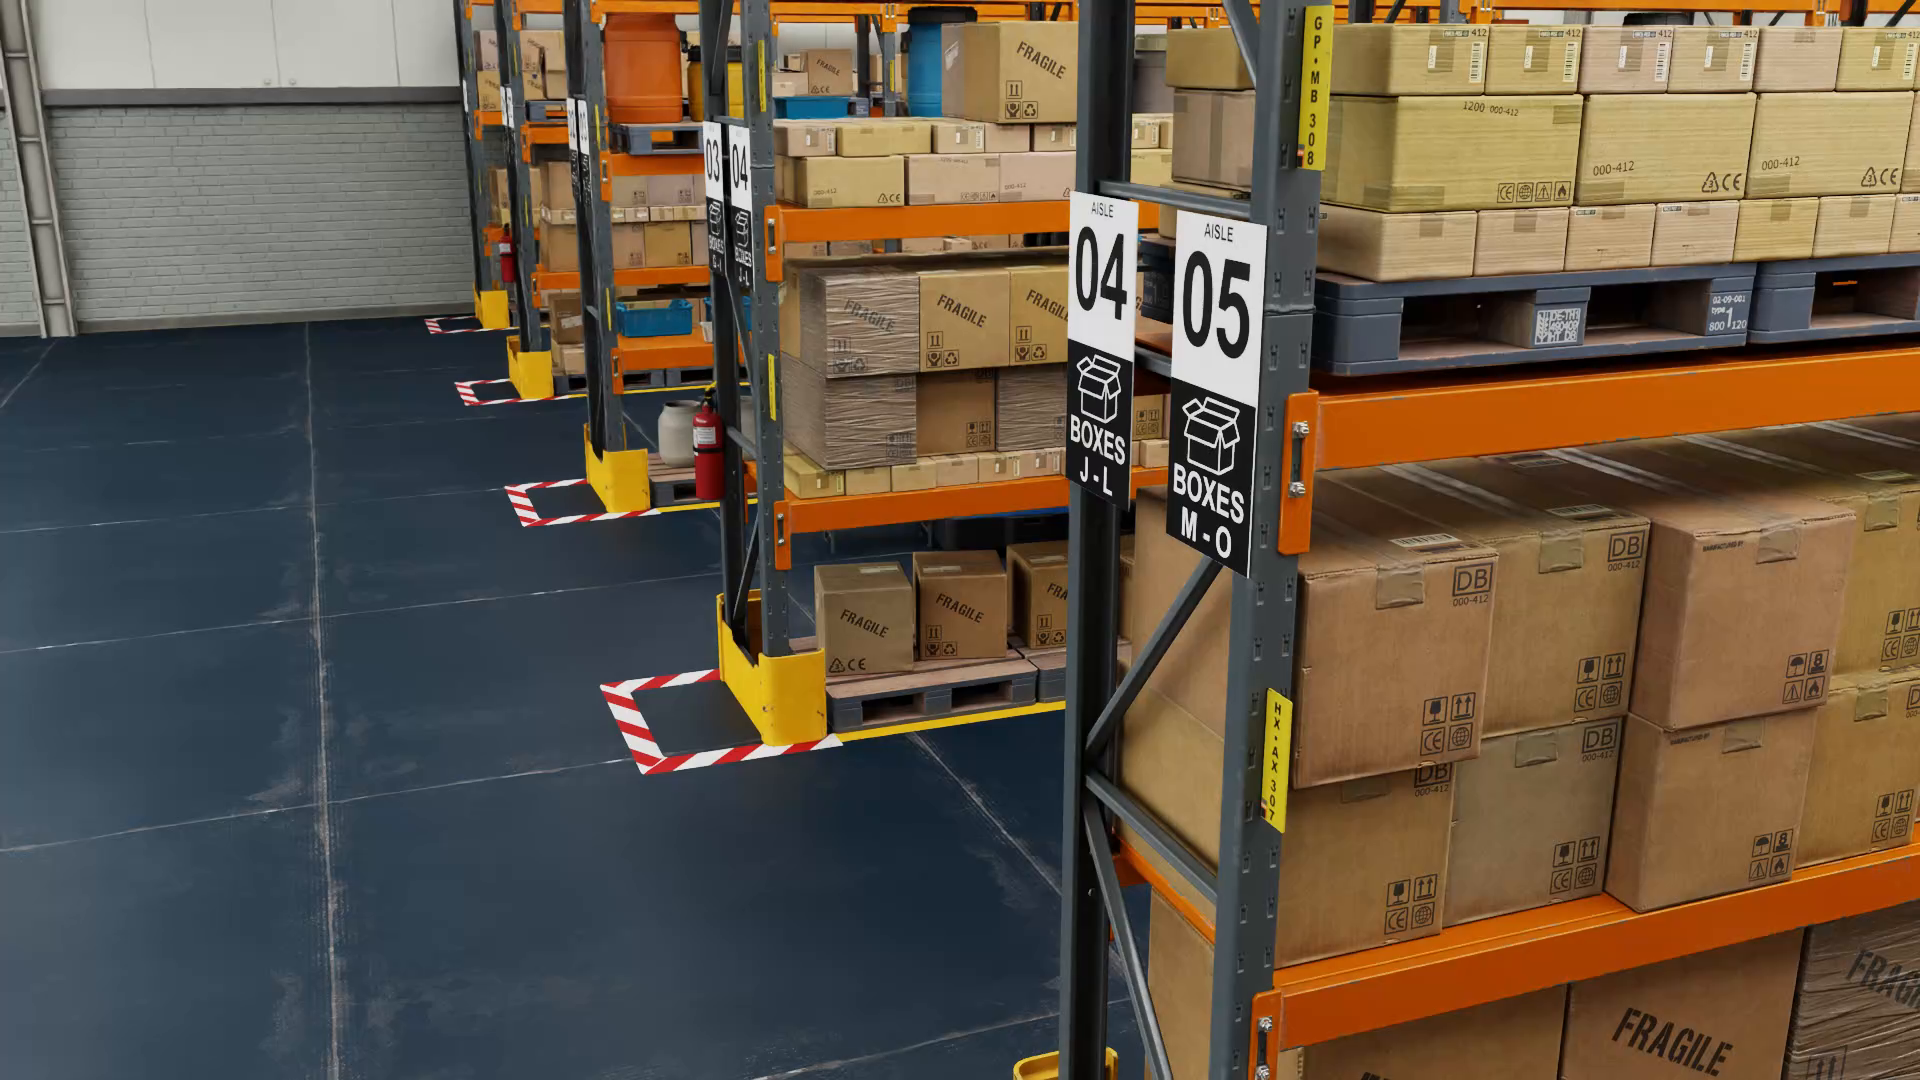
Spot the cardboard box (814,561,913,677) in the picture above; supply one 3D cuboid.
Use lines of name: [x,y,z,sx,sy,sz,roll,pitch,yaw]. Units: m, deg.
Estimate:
cardboard box: [-0.551,0.442,9.459,0.500,0.500,0.500,-3,17,-10]

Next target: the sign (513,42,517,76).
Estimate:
sign: [-4.488,-4.854,16.787,0.005,0.325,0.100,-6,17,-20]

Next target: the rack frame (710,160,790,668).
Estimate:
rack frame: [-1.140,-0.497,8.967,0.127,3.000,1.000,-6,17,-20]

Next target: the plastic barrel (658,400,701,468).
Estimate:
plastic barrel: [-2.325,-0.894,13.990,0.421,0.512,0.421,0,16,0]

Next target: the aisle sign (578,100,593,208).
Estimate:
aisle sign: [-2.875,-2.963,12.751,0.004,0.787,0.394,-6,17,-20]

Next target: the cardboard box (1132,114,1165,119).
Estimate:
cardboard box: [0.977,-2.366,9.565,0.250,0.149,0.380,-7,18,-21]

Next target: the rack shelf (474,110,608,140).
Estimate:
rack shelf: [-4.590,-5.702,22.646,4.000,0.370,1.077,-6,17,-20]

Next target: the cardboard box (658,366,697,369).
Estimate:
cardboard box: [-3.168,-2.083,18.503,0.500,0.250,0.500,-6,17,-20]

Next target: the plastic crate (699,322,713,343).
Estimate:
plastic crate: [-1.962,-1.679,13.460,0.250,0.136,0.298,-6,17,-20]

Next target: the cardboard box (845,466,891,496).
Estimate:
cardboard box: [-0.548,-0.362,8.955,0.250,0.149,0.380,-6,17,-20]

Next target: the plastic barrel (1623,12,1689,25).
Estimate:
plastic barrel: [6.754,-4.679,16.249,0.708,0.901,0.600,-6,17,-20]

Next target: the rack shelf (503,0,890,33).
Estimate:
rack shelf: [-2.814,-5.647,17.842,4.000,0.370,1.077,-6,17,-20]

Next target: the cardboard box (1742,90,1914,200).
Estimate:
cardboard box: [2.027,-1.025,4.256,0.500,0.250,0.500,-6,18,-21]

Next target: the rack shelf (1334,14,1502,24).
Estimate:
rack shelf: [6.616,-8.159,26.399,4.000,0.370,1.077,-6,17,-20]

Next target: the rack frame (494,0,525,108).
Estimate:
rack frame: [-4.681,-5.982,16.998,0.127,3.000,1.000,-6,17,-20]

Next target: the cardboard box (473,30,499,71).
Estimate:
cardboard box: [-6.011,-6.358,21.615,0.500,0.500,0.500,-8,18,-24]

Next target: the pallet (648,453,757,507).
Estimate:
pallet: [-2.098,-0.563,14.139,1.213,0.211,1.003,-6,17,-20]

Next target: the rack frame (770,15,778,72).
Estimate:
rack frame: [-2.722,-7.688,22.808,0.127,3.000,1.000,-6,17,-20]

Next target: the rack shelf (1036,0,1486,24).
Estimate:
rack shelf: [2.690,-4.746,14.777,4.000,0.370,1.077,-6,17,-20]

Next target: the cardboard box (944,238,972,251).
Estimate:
cardboard box: [-0.046,-3.422,19.373,0.250,0.149,0.380,-6,17,-20]

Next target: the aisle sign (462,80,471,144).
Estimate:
aisle sign: [-6.417,-5.568,21.621,0.004,0.787,0.394,-6,17,-20]

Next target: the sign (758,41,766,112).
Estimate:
sign: [-0.946,-2.213,7.935,0.005,0.325,0.100,-6,17,-20]

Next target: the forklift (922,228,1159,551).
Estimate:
forklift: [1.254,-1.488,12.462,3.031,2.935,1.130,-4,17,-12]

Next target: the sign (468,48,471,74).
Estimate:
sign: [-6.263,-6.122,21.249,0.005,0.325,0.100,-6,17,-20]

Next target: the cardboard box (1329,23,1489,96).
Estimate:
cardboard box: [0.966,-1.082,3.744,0.250,0.149,0.380,-6,17,-19]

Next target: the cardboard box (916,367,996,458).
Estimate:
cardboard box: [-0.193,-0.818,9.354,0.500,0.500,0.875,-6,17,-20]

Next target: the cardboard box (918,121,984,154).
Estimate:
cardboard box: [-0.052,-2.090,8.625,0.250,0.149,0.380,-5,17,-18]

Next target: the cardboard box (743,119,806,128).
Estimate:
cardboard box: [-0.993,-2.166,8.884,0.250,0.149,0.380,-6,17,-20]

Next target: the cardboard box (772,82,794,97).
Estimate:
cardboard box: [-1.975,-4.901,18.092,0.250,0.149,0.380,-6,17,-20]

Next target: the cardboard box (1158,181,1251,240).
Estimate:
cardboard box: [0.729,-0.873,4.445,0.250,0.149,0.380,-6,17,-20]

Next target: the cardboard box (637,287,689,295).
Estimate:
cardboard box: [-3.359,-2.583,18.873,0.500,0.500,0.500,-6,17,-20]

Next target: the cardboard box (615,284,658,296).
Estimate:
cardboard box: [-4.544,-3.583,23.130,0.500,0.500,0.700,-7,18,-24]

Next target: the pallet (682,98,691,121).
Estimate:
pallet: [-2.871,-4.689,18.075,1.213,0.211,1.003,-6,17,-20]

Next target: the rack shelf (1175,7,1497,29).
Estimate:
rack shelf: [4.656,-6.453,20.589,4.000,0.370,1.077,-6,17,-20]

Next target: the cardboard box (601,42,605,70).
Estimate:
cardboard box: [-4.702,-6.646,22.595,0.500,0.500,0.500,-6,17,-20]

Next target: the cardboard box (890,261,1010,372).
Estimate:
cardboard box: [-0.060,-1.200,8.880,0.500,0.500,0.500,-6,17,-20]

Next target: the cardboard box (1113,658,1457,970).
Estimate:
cardboard box: [0.870,0.697,4.635,0.550,0.550,0.875,-6,17,-20]

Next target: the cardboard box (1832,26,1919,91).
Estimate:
cardboard box: [2.153,-1.210,4.180,0.250,0.149,0.380,-6,18,-21]

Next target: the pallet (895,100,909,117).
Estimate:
pallet: [-0.127,-4.947,19.135,1.217,0.209,0.805,-7,18,-22]

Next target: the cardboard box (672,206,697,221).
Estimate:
cardboard box: [-3.036,-3.576,18.124,0.250,0.149,0.380,-6,18,-21]

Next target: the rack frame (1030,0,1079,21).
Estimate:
rack frame: [0.823,-5.082,13.932,0.127,3.000,1.000,-6,17,-20]

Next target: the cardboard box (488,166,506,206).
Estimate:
cardboard box: [-6.093,-4.807,22.545,0.500,0.500,0.500,-6,18,-21]

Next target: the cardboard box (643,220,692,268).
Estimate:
cardboard box: [-3.287,-3.298,18.328,0.500,0.500,0.700,-6,17,-20]

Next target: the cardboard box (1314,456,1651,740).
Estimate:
cardboard box: [1.381,0.121,4.679,0.550,0.550,0.875,-6,17,-20]

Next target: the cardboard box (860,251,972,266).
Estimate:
cardboard box: [-0.250,-1.340,9.357,0.500,0.500,0.500,-6,17,-20]

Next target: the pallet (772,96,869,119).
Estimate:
pallet: [-1.734,-4.811,18.491,1.213,0.211,1.003,-6,17,-20]

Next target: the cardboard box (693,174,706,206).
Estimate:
cardboard box: [-2.764,-3.979,18.345,0.500,0.500,0.700,-6,17,-20]

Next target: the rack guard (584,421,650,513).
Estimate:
rack guard: [-2.858,-0.621,13.825,0.348,0.500,1.175,-6,17,-20]

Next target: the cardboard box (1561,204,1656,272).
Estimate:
cardboard box: [1.447,-0.751,4.032,0.250,0.149,0.380,-6,17,-20]

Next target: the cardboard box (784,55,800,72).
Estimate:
cardboard box: [-2.183,-6.533,23.274,0.500,0.500,0.500,-4,17,-12]

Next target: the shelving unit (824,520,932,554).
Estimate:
shelving unit: [-0.621,-0.694,12.301,0.755,1.500,0.431,-4,17,-12]

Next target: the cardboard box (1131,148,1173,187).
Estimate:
cardboard box: [0.830,-2.001,9.031,0.500,0.250,0.500,-6,17,-18]

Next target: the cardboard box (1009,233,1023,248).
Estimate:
cardboard box: [0.736,-3.732,19.805,0.500,0.500,0.500,-6,17,-20]

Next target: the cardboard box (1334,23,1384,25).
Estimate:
cardboard box: [2.266,-2.657,9.408,0.500,0.500,0.500,-7,18,-22]

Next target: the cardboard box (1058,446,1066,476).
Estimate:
cardboard box: [0.647,-0.468,9.314,0.250,0.149,0.380,-6,17,-20]

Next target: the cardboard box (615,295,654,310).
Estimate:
cardboard box: [-3.635,-2.392,18.224,0.500,0.500,0.500,-6,17,-20]
